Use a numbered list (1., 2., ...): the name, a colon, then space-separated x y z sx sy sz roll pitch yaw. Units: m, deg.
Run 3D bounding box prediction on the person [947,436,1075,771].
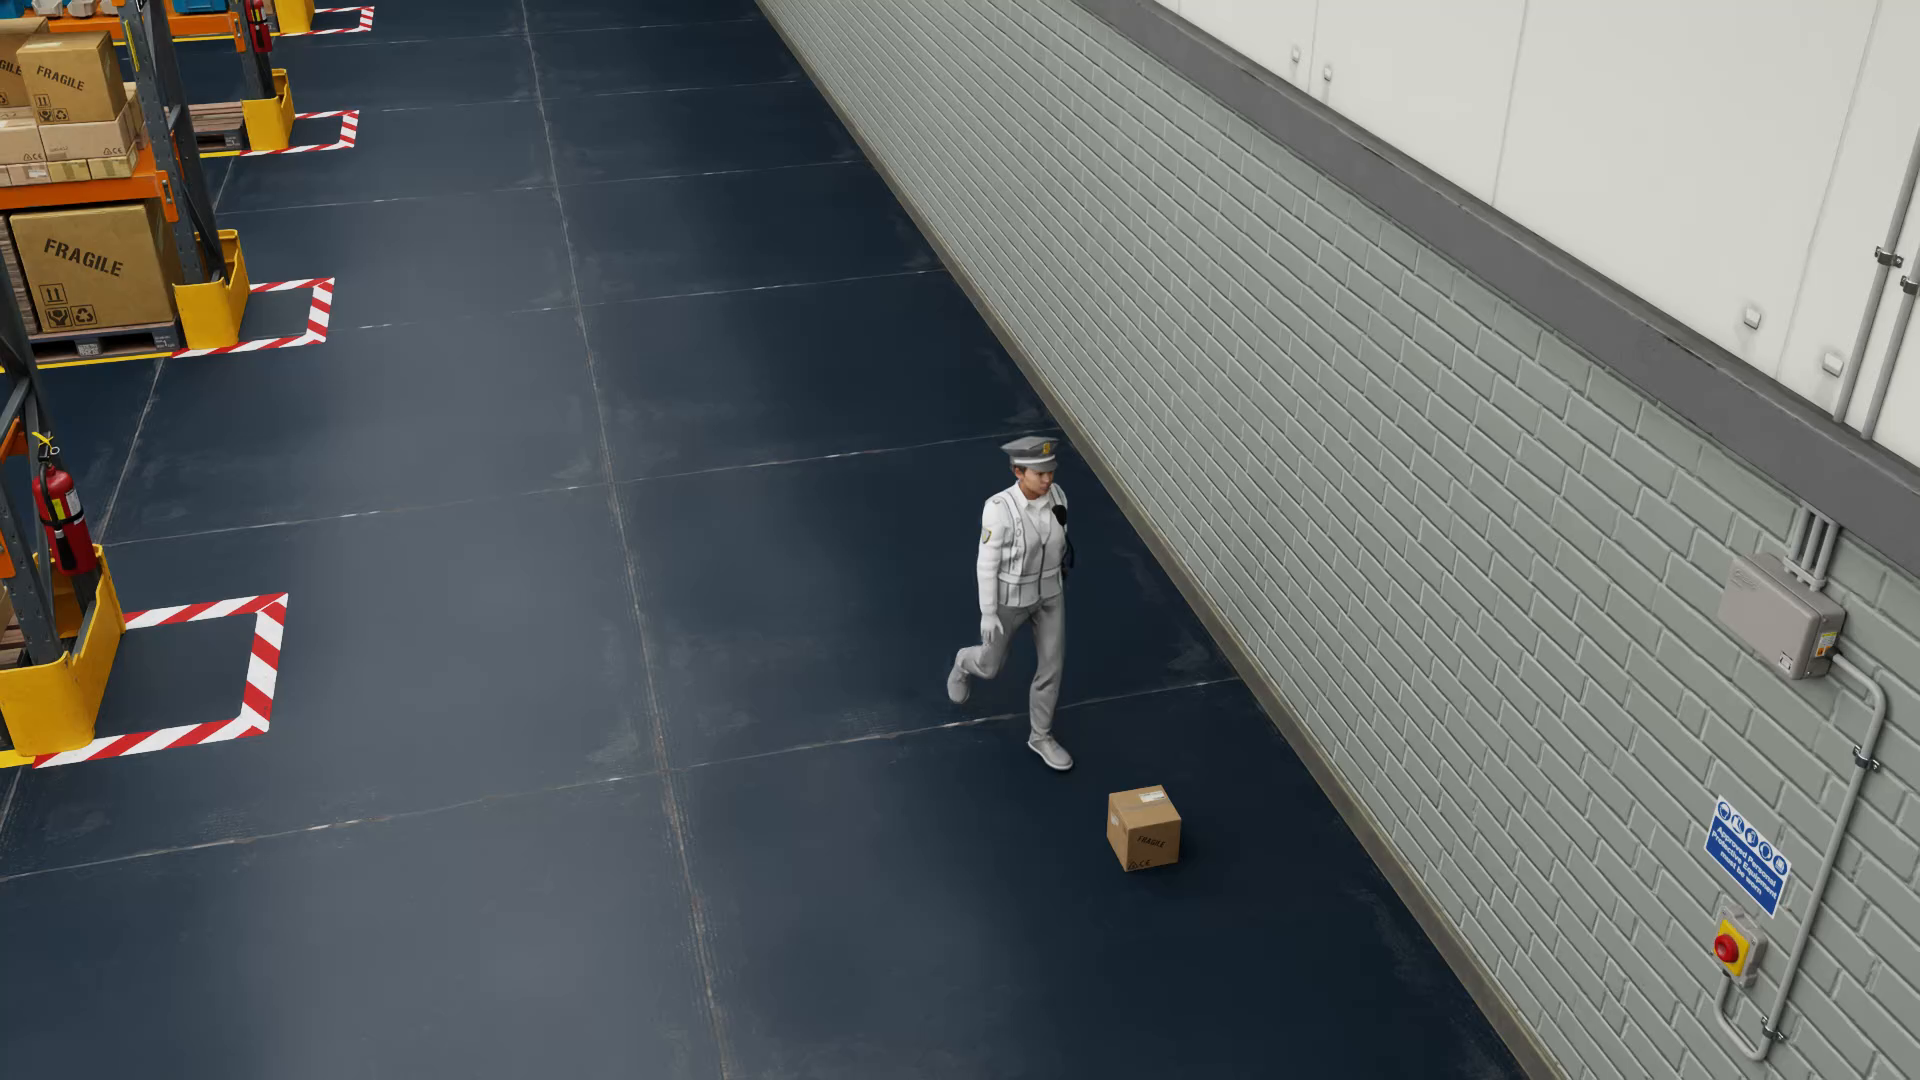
1. person: 0.281 0.223 7.823 0.524 1.656 0.823 -15 34 -23
